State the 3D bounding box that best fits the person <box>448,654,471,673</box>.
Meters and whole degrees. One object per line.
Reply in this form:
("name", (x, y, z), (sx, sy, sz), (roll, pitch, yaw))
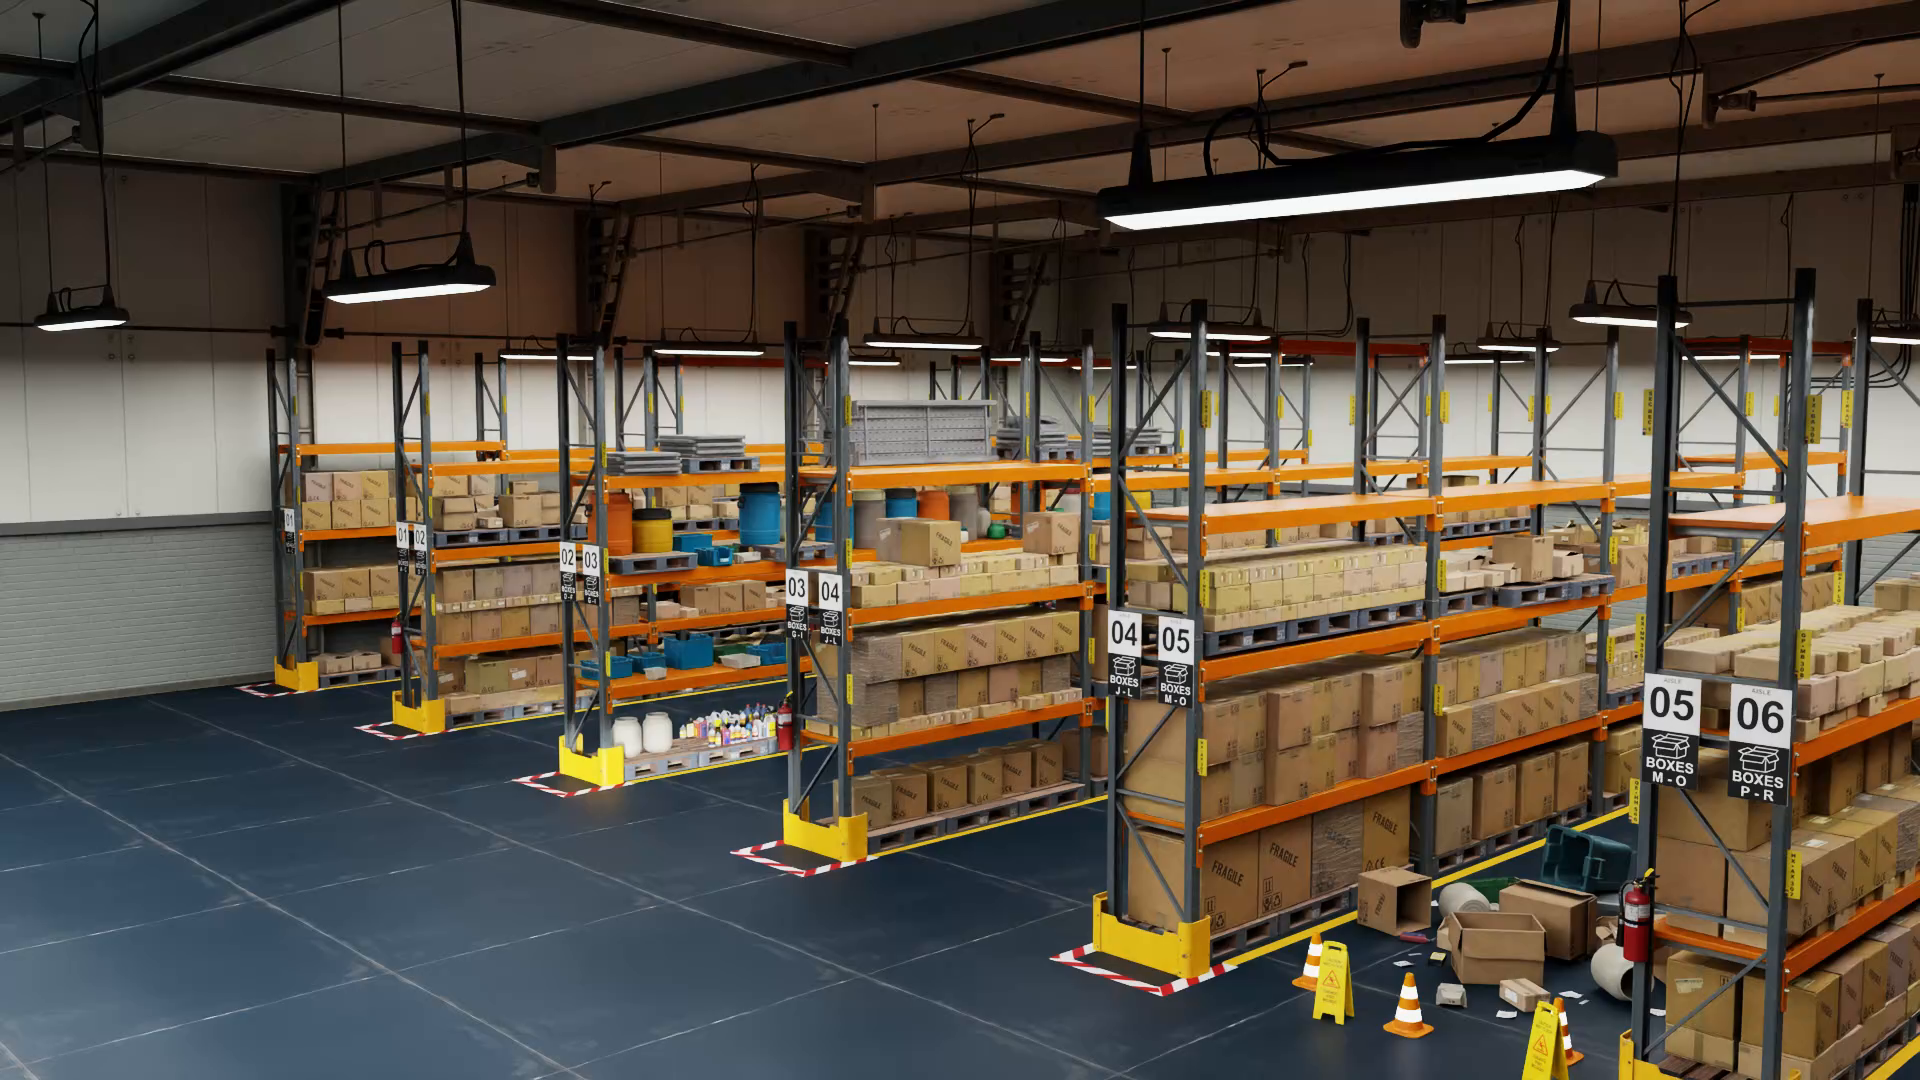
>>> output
("person", (-8.783, 1.833, 28.948), (0.456, 1.646, 0.508), (-3, 6, -34))
